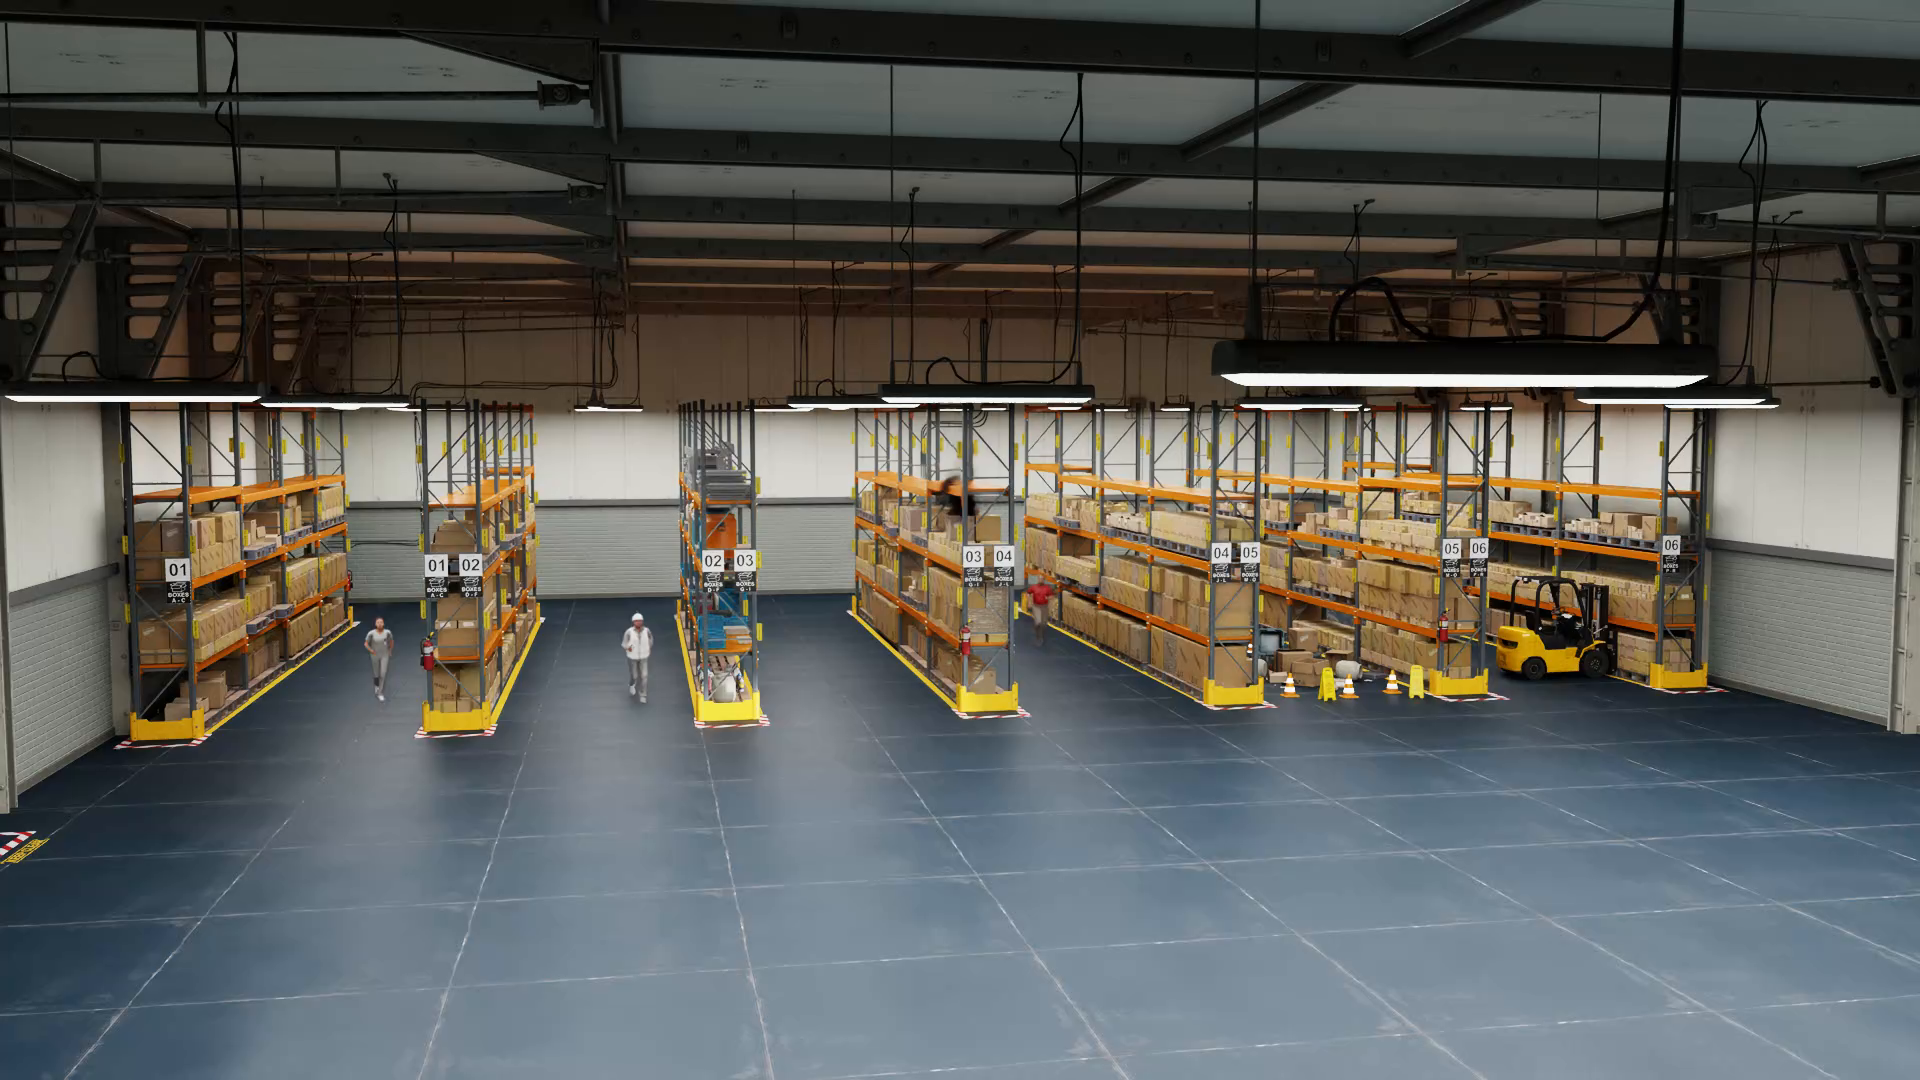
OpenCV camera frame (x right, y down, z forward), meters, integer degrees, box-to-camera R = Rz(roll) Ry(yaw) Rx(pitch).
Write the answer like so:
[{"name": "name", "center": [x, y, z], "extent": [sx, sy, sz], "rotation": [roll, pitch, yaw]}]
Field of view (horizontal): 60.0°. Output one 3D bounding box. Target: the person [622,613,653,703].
[{"name": "person", "center": [-6.451, 2.332, 33.248], "extent": [0.622, 1.764, 0.927], "rotation": [-2, 5, -20]}]

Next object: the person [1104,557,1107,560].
[{"name": "person", "center": [4.189, 1.330, 47.158], "extent": [0.580, 1.704, 0.855], "rotation": [-1, 4, -14]}]

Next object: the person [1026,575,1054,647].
[{"name": "person", "center": [2.000, 1.763, 41.215], "extent": [0.632, 1.802, 0.783], "rotation": [-1, 4, -15]}]

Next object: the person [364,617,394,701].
[{"name": "person", "center": [-11.708, 2.375, 33.554], "extent": [0.572, 1.655, 0.822], "rotation": [-2, 5, -22]}]
